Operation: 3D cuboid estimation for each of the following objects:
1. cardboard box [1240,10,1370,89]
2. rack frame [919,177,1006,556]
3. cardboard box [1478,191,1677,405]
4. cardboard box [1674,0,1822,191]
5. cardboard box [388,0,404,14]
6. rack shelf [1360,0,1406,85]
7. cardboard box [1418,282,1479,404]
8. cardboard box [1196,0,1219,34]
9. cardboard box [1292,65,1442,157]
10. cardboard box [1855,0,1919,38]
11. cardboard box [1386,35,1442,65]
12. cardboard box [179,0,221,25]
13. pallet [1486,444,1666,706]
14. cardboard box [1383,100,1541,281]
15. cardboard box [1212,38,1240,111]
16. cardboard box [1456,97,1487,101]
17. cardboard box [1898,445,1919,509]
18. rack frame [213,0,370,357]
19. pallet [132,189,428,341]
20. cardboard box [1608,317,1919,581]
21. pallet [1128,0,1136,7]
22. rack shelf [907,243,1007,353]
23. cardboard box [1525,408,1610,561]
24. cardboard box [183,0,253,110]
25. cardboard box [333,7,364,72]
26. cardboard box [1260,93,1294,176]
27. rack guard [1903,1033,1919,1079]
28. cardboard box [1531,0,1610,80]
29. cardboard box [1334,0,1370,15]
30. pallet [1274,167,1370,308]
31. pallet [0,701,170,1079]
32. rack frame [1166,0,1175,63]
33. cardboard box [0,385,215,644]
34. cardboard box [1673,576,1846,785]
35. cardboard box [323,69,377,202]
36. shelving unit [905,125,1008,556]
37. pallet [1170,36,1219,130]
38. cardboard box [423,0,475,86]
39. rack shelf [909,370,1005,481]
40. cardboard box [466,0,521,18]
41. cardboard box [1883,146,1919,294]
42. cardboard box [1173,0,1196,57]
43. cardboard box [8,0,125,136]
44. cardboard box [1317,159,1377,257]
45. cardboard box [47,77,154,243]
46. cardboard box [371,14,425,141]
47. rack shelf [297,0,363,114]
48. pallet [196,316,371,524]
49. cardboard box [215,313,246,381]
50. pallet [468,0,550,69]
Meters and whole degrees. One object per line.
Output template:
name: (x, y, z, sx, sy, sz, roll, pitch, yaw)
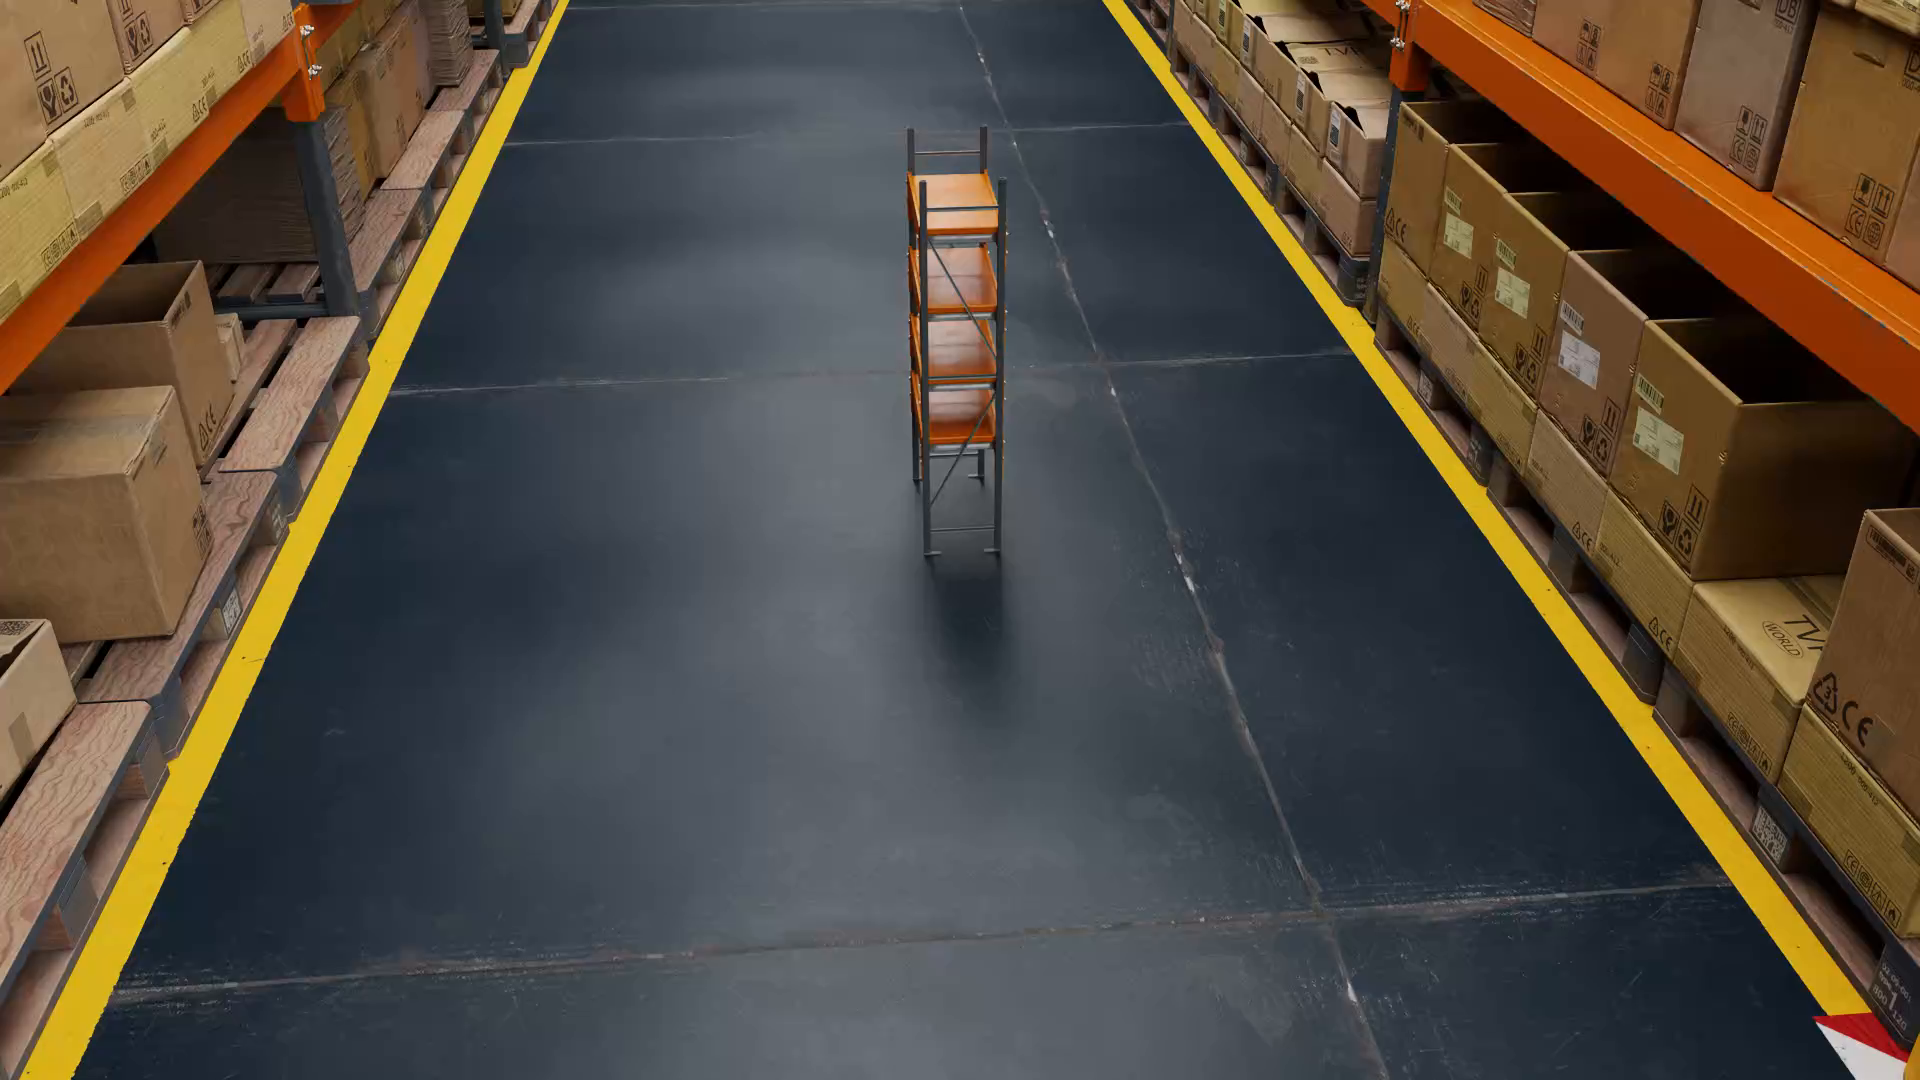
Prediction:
cardboard box: (1.677, -2.410, 8.084, 0.500, 0.311, 0.500, -3, 31, -5)
rack frame: (0.007, -0.475, 4.875, 0.240, 1.200, 0.015, -3, 31, -5)
cardboard box: (1.968, -0.758, 5.135, 0.500, 0.500, 0.500, -3, 31, -5)
cardboard box: (2.338, -1.229, 4.285, 0.700, 0.500, 0.500, -2, 31, -3)
cardboard box: (-3.053, -2.781, 8.257, 0.500, 0.250, 0.500, -2, 31, -4)
rack shelf: (1.956, -2.911, 7.900, 1.077, 0.370, 4.000, -3, 31, -5)
cardboard box: (1.926, -0.692, 5.755, 0.500, 0.250, 0.500, -3, 31, -5)
cardboard box: (1.583, -2.933, 8.959, 0.500, 0.311, 0.500, -3, 31, -6)
cardboard box: (1.765, -1.898, 7.227, 0.500, 0.311, 0.500, -2, 31, -3)
cardboard box: (2.195, -1.191, 3.588, 0.380, 0.149, 0.250, -2, 31, -3)
cardboard box: (2.261, -2.183, 7.704, 0.500, 0.311, 0.500, -4, 31, -6)
cardboard box: (-2.385, -1.745, 4.641, 0.500, 0.500, 0.500, -3, 31, -5)
pallet: (2.292, 0.030, 4.993, 1.003, 0.211, 1.213, -3, 31, -5)
cardboard box: (1.874, -1.269, 5.990, 0.500, 0.500, 0.500, -3, 31, -5)
cardboard box: (1.628, -2.438, 8.678, 0.500, 0.250, 0.500, -4, 31, -6)
cardboard box: (2.352, -1.663, 6.833, 0.500, 0.311, 0.500, -3, 31, -4)
cardboard box: (2.580, -0.273, 4.322, 0.500, 0.500, 0.500, -3, 31, -5)
rack frame: (-2.789, -1.960, 5.606, 1.000, 3.000, 0.127, -3, 31, -5)
pallet: (-2.863, -1.160, 6.986, 1.003, 0.211, 1.213, -3, 31, -5)
cardboard box: (2.062, -0.248, 4.281, 0.500, 0.500, 0.500, -3, 31, -5)
pallet: (1.626, -4.048, 11.822, 1.003, 0.211, 1.213, -3, 31, -5)
rack shelf: (-0.015, -0.734, 5.004, 0.258, 0.148, 0.480, -3, 31, -5)
cardboard box: (2.020, -0.182, 4.901, 0.500, 0.250, 0.500, -3, 31, -5)
cardboard box: (-2.405, -1.422, 4.832, 0.500, 0.250, 0.500, -3, 31, -4)
cardboard box: (-2.971, -2.263, 7.390, 0.500, 0.250, 0.500, -4, 31, -6)
cardboard box: (1.722, -1.916, 7.805, 0.500, 0.250, 0.500, -2, 31, -3)
rack guard: (2.519, 0.929, 3.208, 1.175, 0.500, 0.348, -3, 31, -5)
cardboard box: (2.246, -1.747, 5.152, 0.700, 0.500, 0.500, -3, 31, -5)
cardboard box: (2.163, -2.703, 8.576, 0.500, 0.311, 0.500, -3, 31, -5)
pallet: (2.035, -1.376, 7.348, 1.003, 0.211, 1.213, -3, 31, -5)
pallet: (-2.463, 0.824, 3.664, 1.003, 0.211, 1.213, -3, 31, -5)
rack frame: (1.769, -4.241, 9.425, 1.000, 3.000, 0.127, -3, 31, -5)
cardboard box: (-2.462, -0.059, 4.432, 0.700, 0.500, 0.500, -5, 31, -8)
cardboard box: (2.113, 0.329, 4.046, 0.500, 0.250, 0.500, -3, 31, -5)
cardboard box: (-2.973, -1.712, 7.199, 0.700, 0.500, 0.500, -3, 31, -6)
shelving unit: (-0.015, -0.600, 5.084, 0.258, 1.200, 0.503, -3, 31, -5)
pallet: (1.807, -2.622, 9.434, 1.003, 0.211, 1.213, -3, 31, -5)
cardboard box: (-3.044, -2.753, 8.942, 0.700, 0.500, 0.500, -2, 31, -4)
rack shelf: (-0.015, -0.371, 5.220, 0.258, 0.148, 0.480, -3, 31, -5)
cardboard box: (-3.101, -3.641, 10.107, 0.750, 0.750, 0.750, -3, 31, -5)
cardboard box: (2.432, -0.707, 3.410, 0.700, 0.500, 0.500, -2, 31, -3)
cardboard box: (1.525, -2.960, 9.552, 0.500, 0.250, 0.500, -3, 31, -5)
cardboard box: (-2.299, -1.222, 3.766, 0.500, 0.500, 0.500, -2, 31, -3)
cardboard box: (1.815, -1.397, 6.935, 0.500, 0.250, 0.500, -3, 31, -5)
cardboard box: (-2.294, -0.909, 3.974, 0.500, 0.250, 0.500, -2, 31, -4)
cardboard box: (-3.037, -2.232, 8.070, 0.700, 0.500, 0.500, -3, 31, -5)
rack shelf: (-2.976, -2.672, 7.500, 1.077, 0.370, 4.000, -3, 31, -5)
pallet: (-2.691, -0.421, 5.750, 1.003, 0.211, 1.213, -3, 31, -5)
cardboard box: (-2.709, -0.661, 5.765, 0.380, 0.166, 0.250, -7, 32, -11)
pallet: (-3.161, -3.211, 10.420, 1.003, 0.211, 1.213, -3, 31, -5)
